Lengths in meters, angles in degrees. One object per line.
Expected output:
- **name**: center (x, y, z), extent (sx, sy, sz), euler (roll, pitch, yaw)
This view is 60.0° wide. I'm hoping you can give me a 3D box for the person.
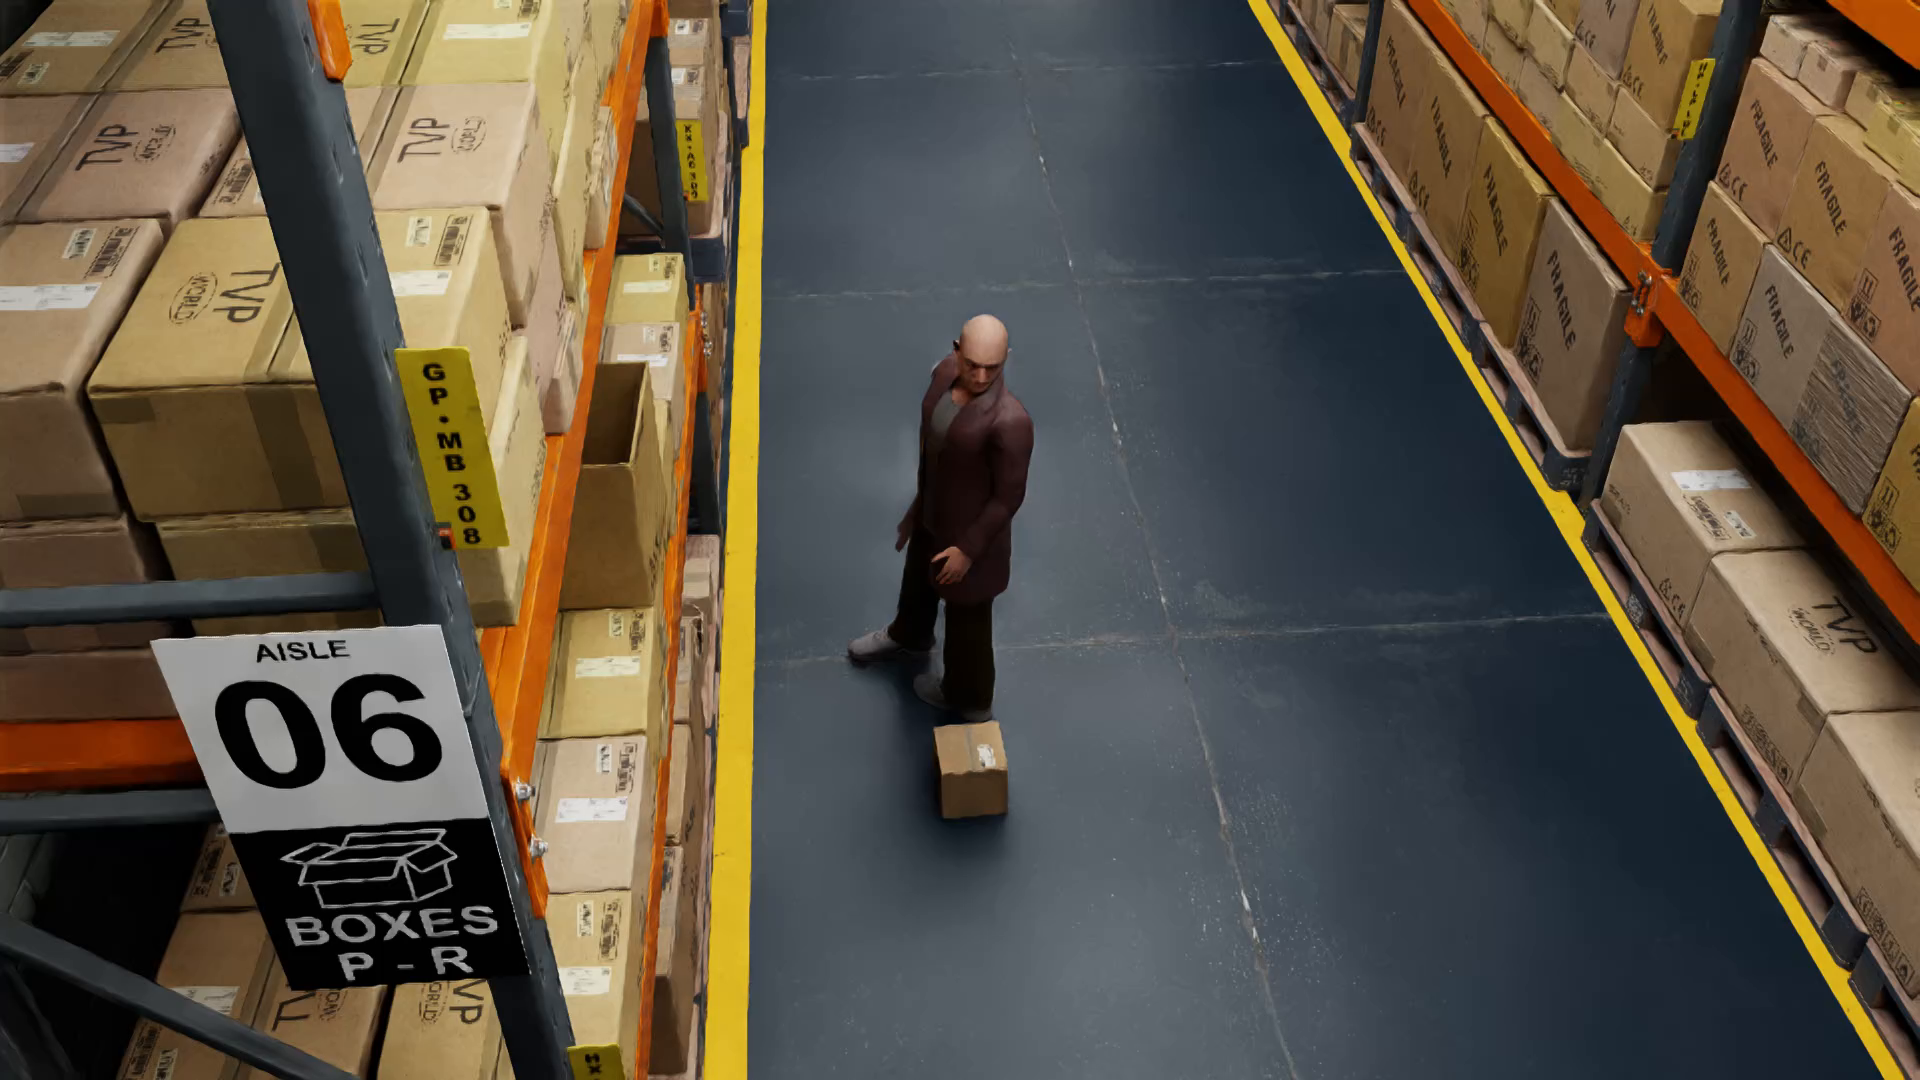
- **person**: center (-0.094, -0.081, 6.269), extent (0.534, 1.786, 0.714), euler (-16, 41, -19)
